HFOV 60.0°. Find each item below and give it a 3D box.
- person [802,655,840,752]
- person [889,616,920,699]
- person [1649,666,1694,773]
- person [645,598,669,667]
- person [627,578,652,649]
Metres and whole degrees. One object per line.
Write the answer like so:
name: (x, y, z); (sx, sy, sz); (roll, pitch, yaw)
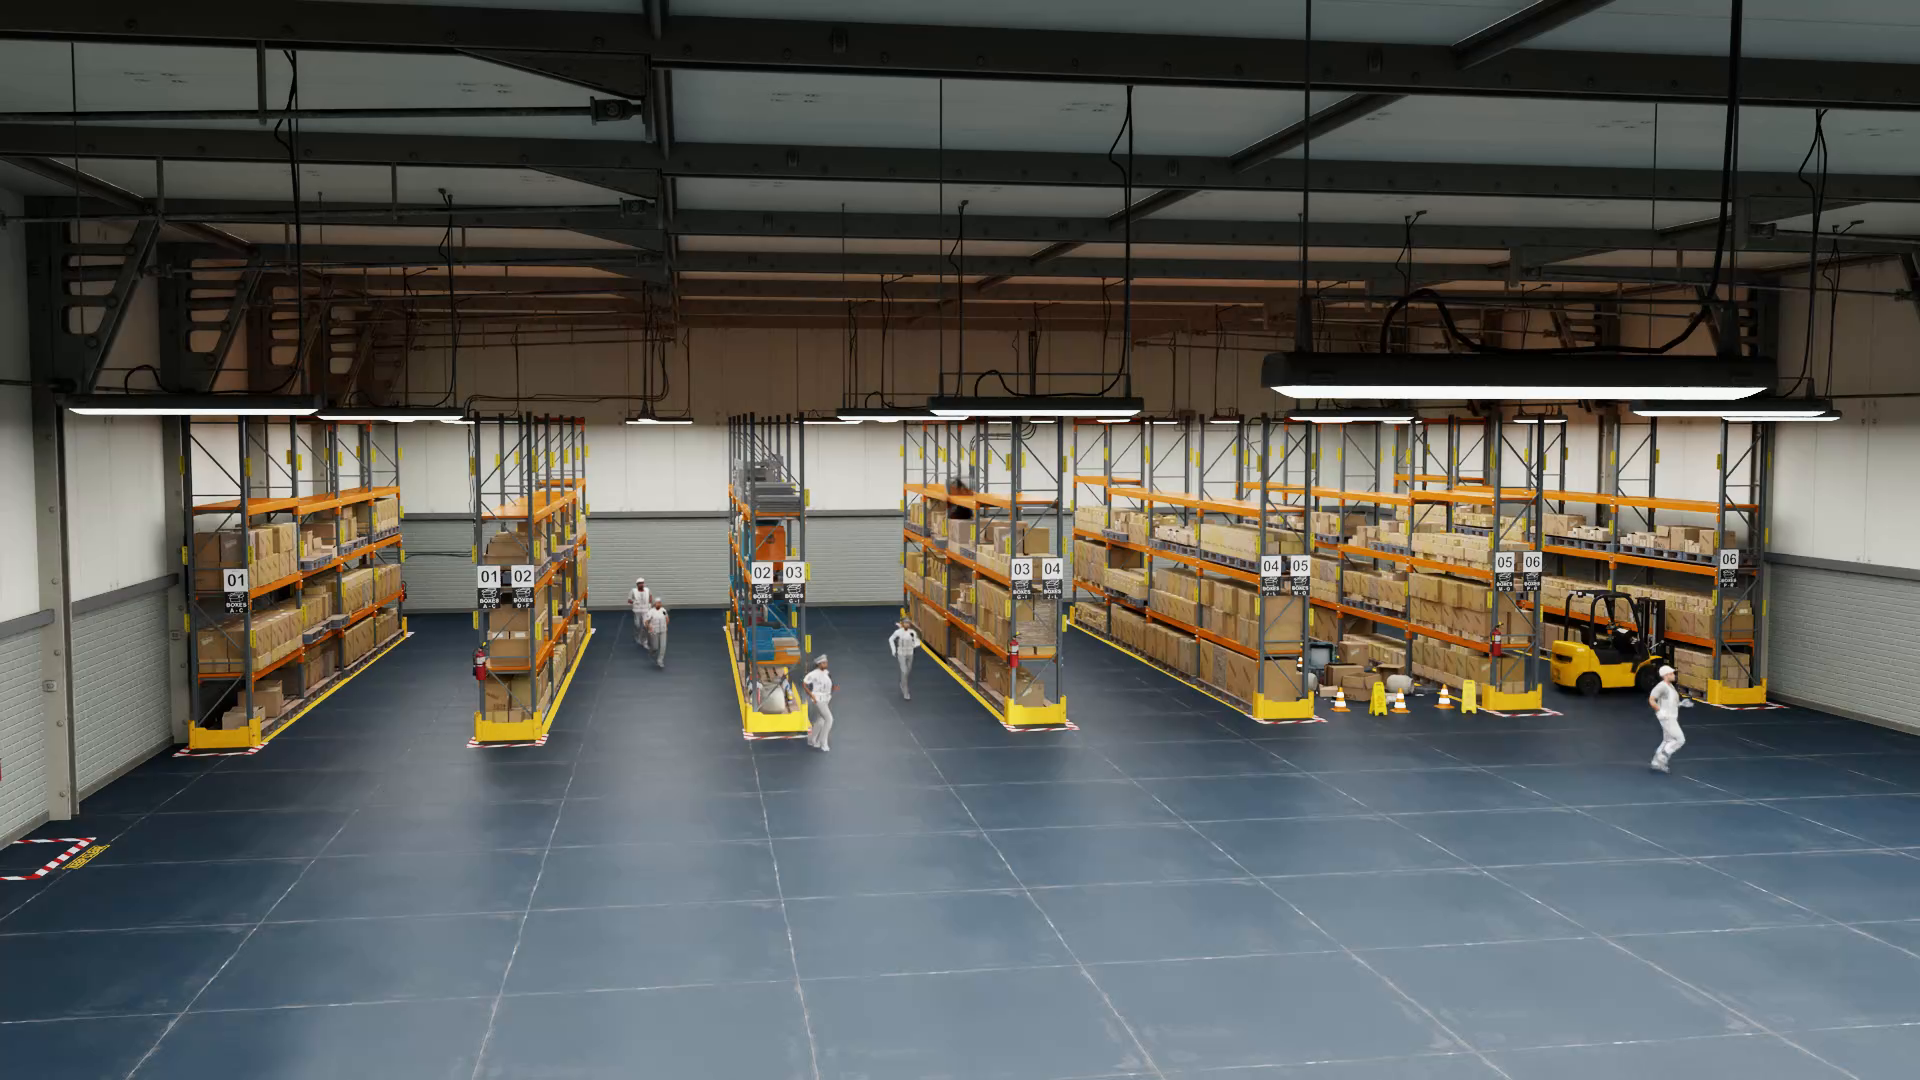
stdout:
person: (-2.440, 2.888, 29.433); (0.680, 1.733, 0.568); (2, 4, 26)
person: (-1.148, 2.458, 35.269); (0.614, 1.707, 0.846); (-1, 4, -21)
person: (11.750, 2.967, 27.460); (0.620, 1.767, 0.640); (3, 5, 33)
person: (-7.253, 2.202, 39.936); (0.609, 1.628, 0.663); (-2, 4, -26)
person: (-8.319, 1.898, 43.232); (0.659, 1.835, 0.797); (-1, 4, -15)
